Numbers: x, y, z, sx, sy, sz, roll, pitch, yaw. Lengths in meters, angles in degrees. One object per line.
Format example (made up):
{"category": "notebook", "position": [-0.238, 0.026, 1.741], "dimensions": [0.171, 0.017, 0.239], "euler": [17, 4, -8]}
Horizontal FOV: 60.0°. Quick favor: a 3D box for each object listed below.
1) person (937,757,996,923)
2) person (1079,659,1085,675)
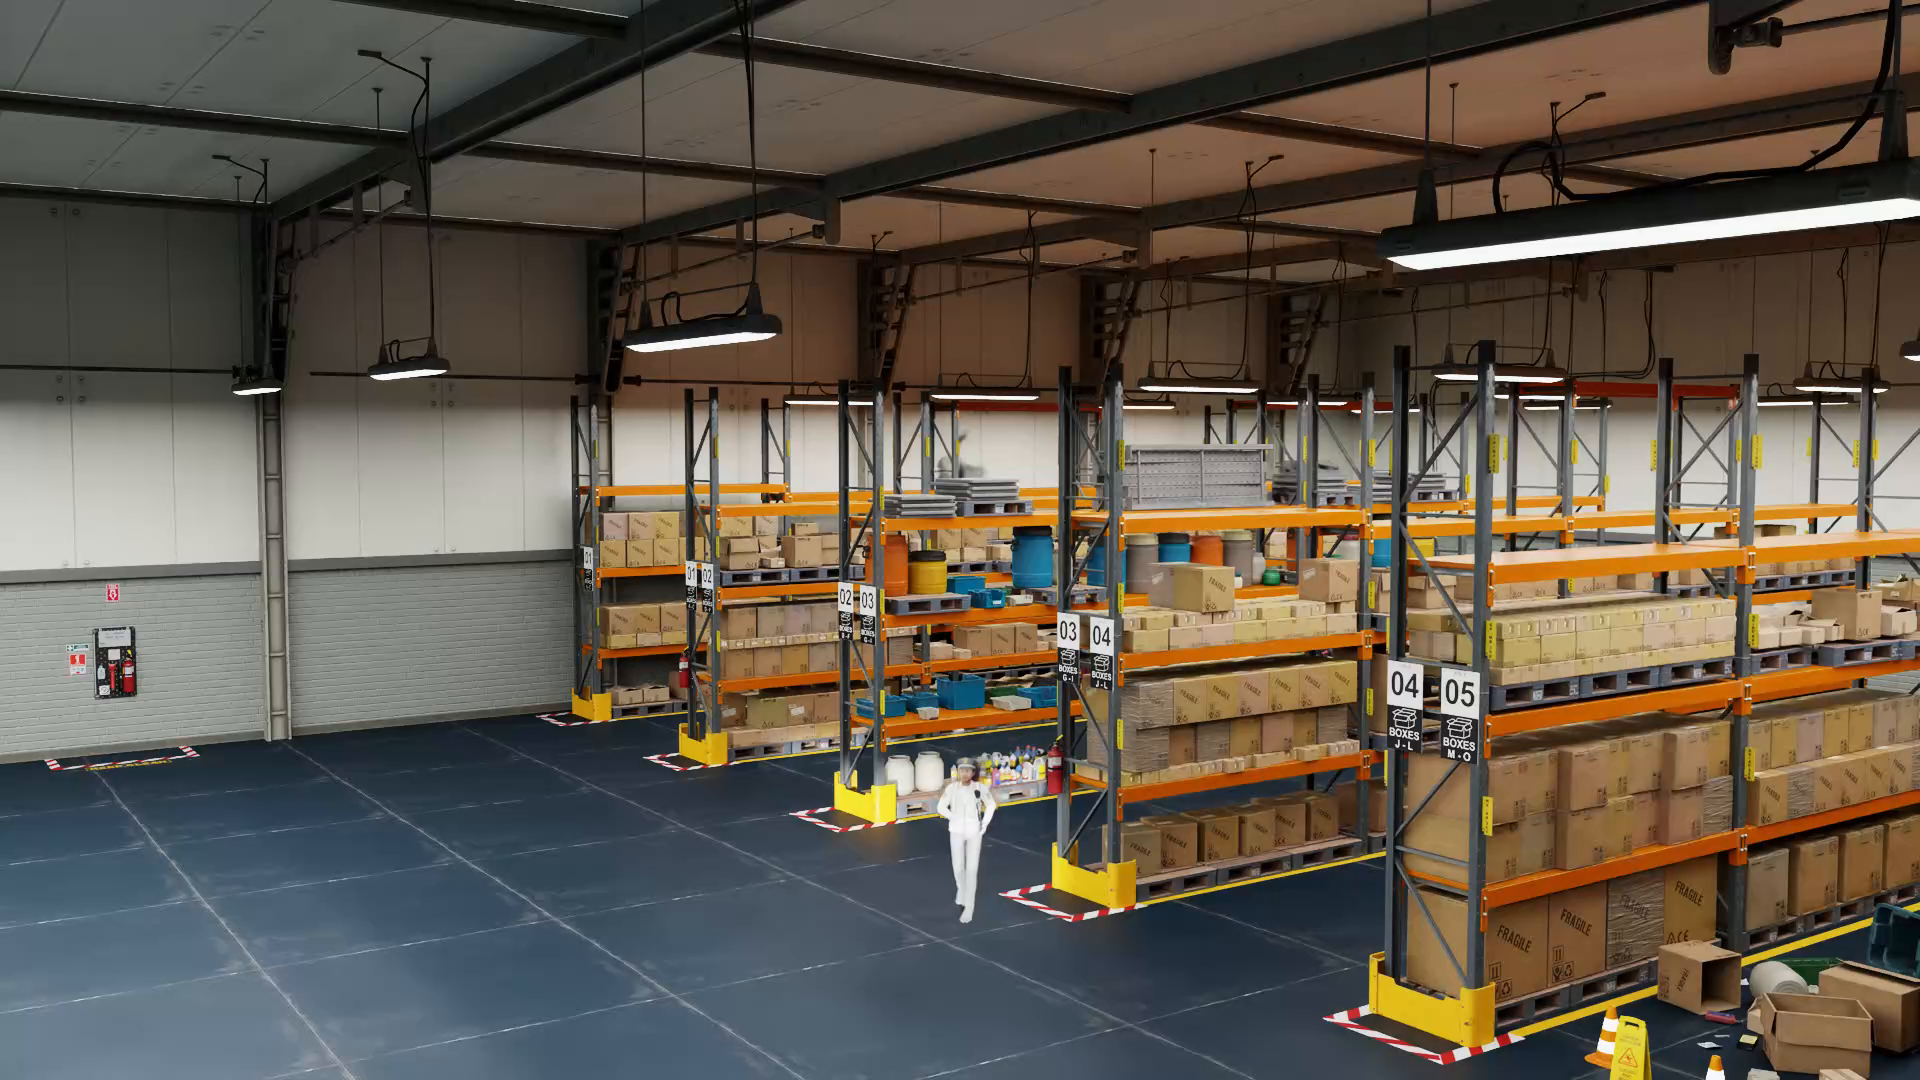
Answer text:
{"category": "person", "position": [0.039, 3.213, 18.112], "dimensions": [0.593, 1.719, 0.824], "euler": [1, 3, 11]}
{"category": "person", "position": [2.281, 2.010, 34.285], "dimensions": [0.816, 1.593, 0.534], "euler": [-3, 5, -43]}
